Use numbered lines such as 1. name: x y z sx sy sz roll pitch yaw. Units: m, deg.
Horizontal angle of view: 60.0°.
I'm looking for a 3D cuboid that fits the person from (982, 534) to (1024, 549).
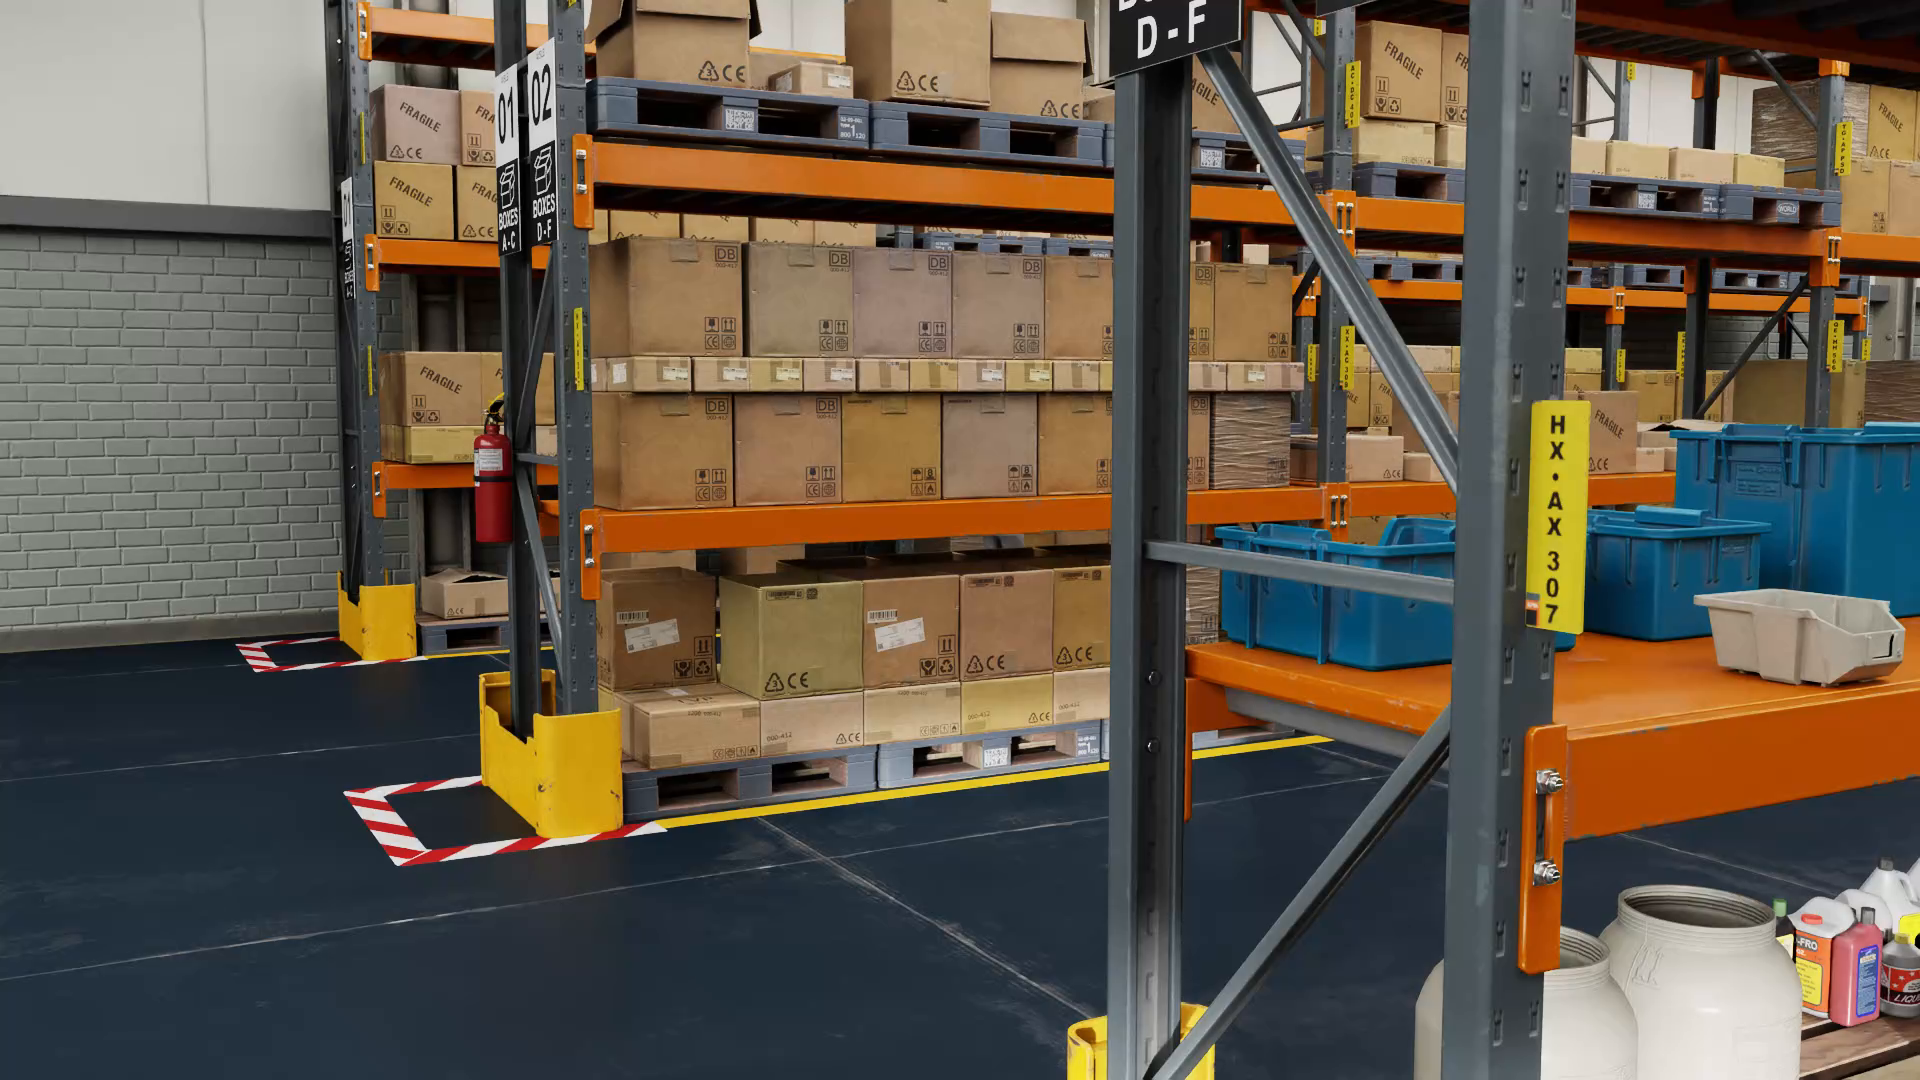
1. person: 0.367 -0.106 12.399 0.490 1.589 0.408 -5 7 -41
